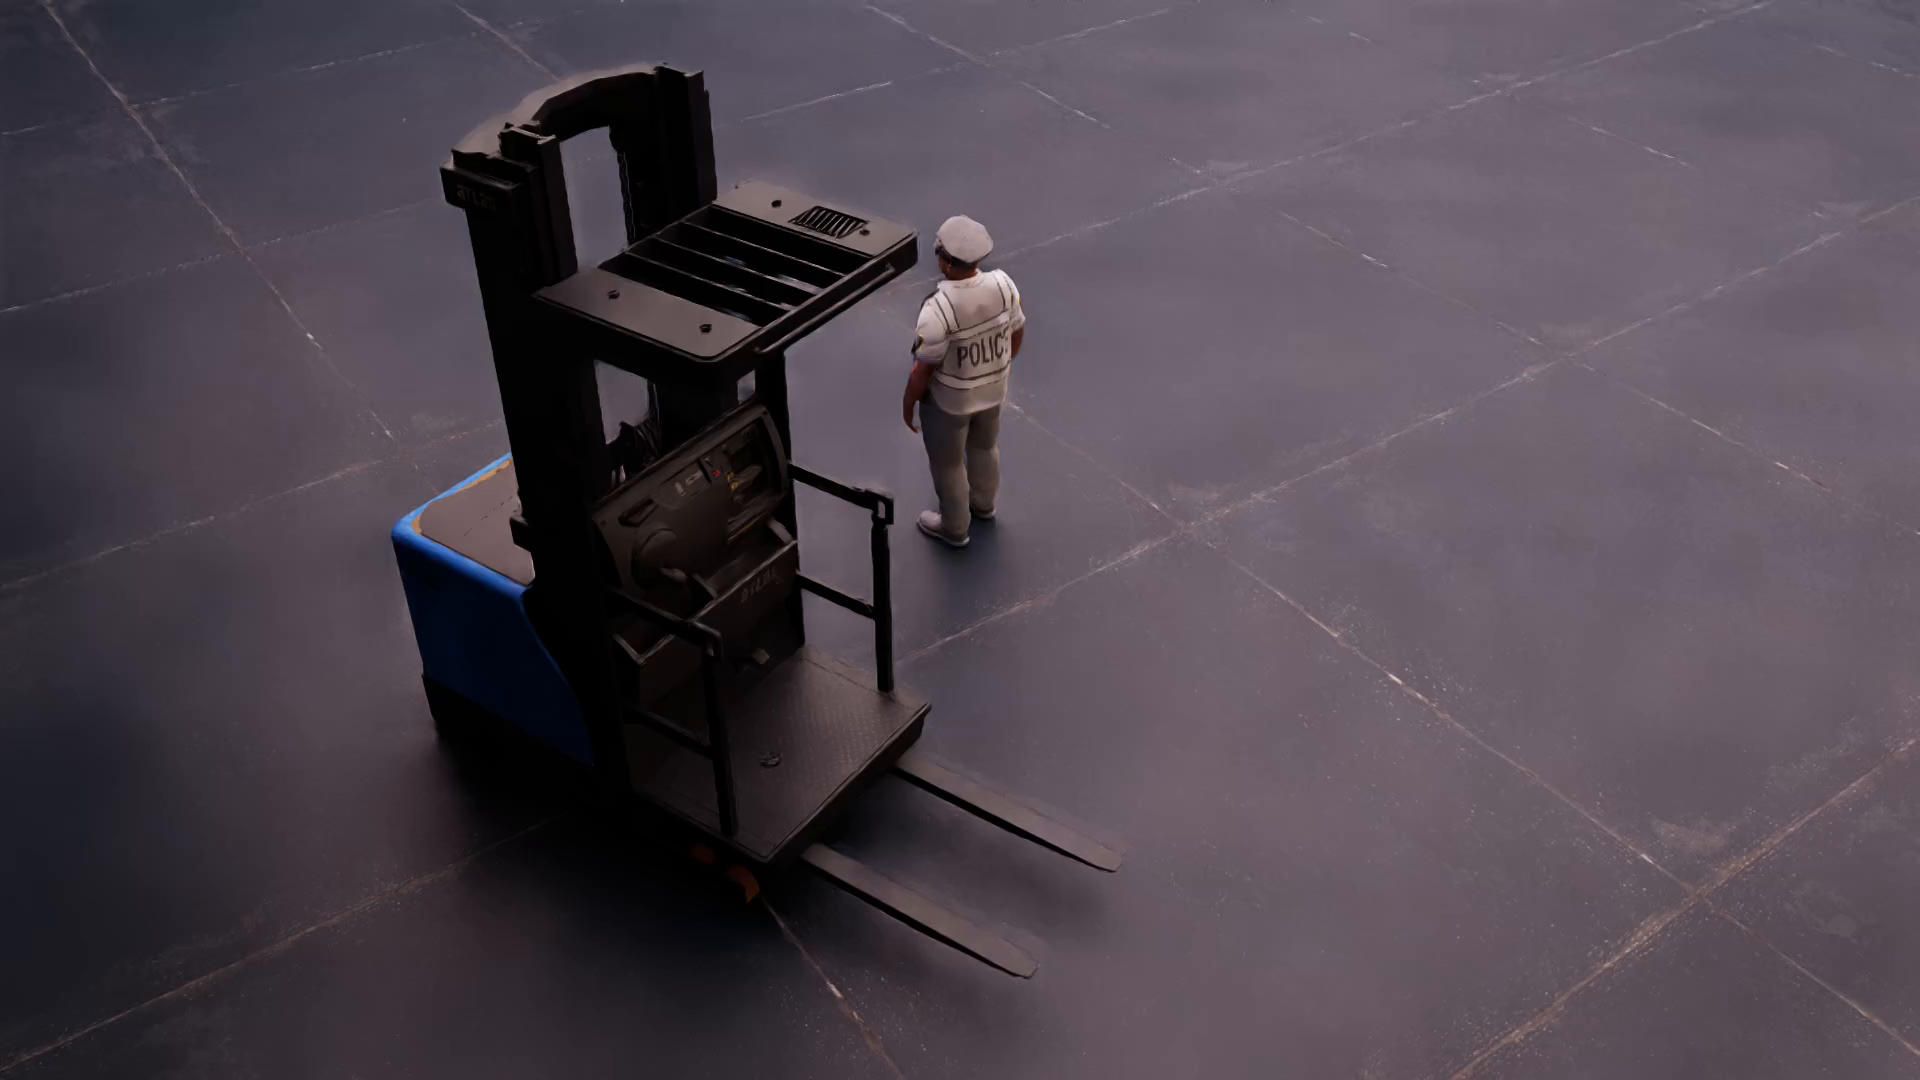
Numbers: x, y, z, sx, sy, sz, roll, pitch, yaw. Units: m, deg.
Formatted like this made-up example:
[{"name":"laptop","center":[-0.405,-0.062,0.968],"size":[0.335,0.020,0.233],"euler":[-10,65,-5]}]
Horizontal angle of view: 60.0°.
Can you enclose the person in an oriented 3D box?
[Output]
[{"name":"person","center":[-0.035,-0.765,7.932],"size":[0.640,1.781,0.575],"euler":[-23,42,-28]}]

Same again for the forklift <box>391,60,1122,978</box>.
[{"name":"forklift","center":[-0.811,-0.113,6.098],"size":[3.031,2.935,1.130],"euler":[22,42,27]}]
